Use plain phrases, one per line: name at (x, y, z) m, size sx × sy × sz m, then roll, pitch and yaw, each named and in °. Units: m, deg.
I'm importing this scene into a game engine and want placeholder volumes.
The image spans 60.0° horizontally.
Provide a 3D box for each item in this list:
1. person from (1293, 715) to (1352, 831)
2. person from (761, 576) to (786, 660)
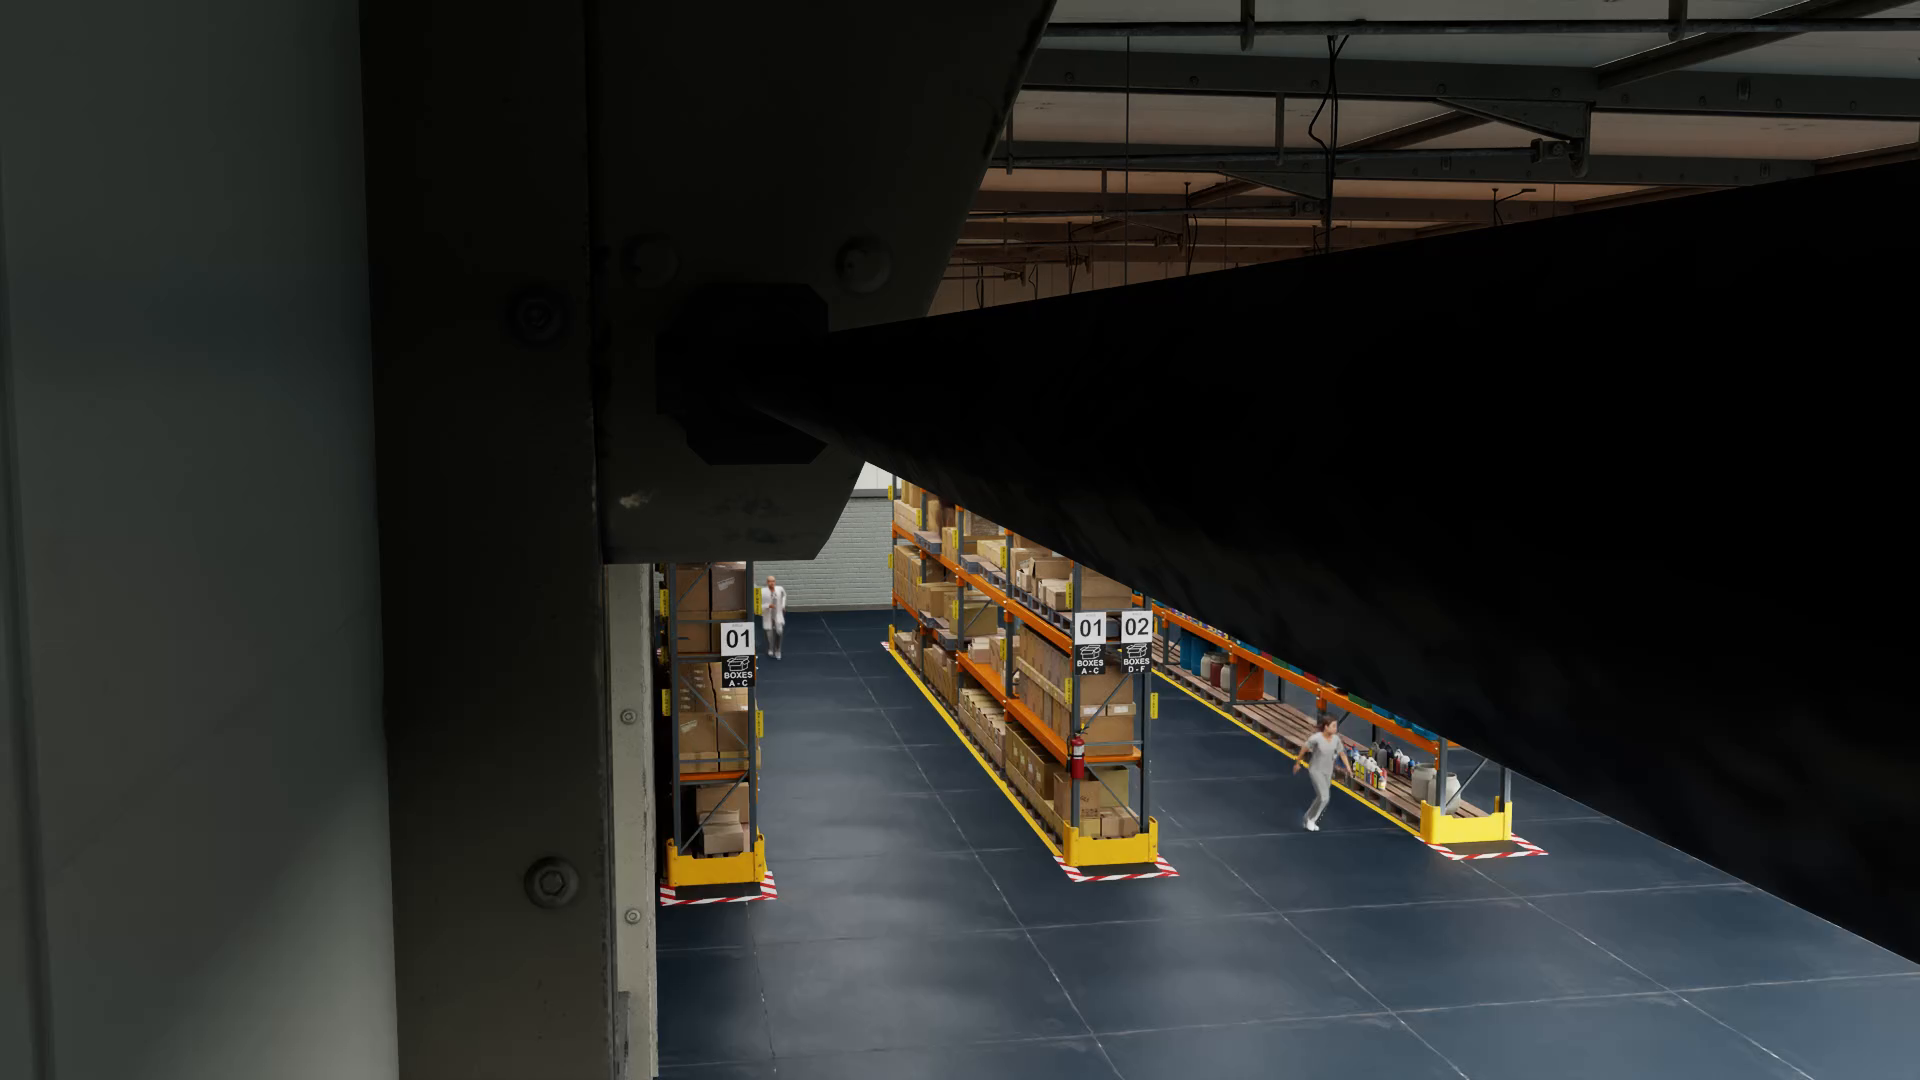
person at (4.866, 3.122, 22.170) m, size 0.554 × 1.615 × 0.750 m, roll -3°, pitch 7°, yaw -24°
person at (-3.978, 1.647, 35.267) m, size 0.653 × 1.795 × 0.804 m, roll -2°, pitch 6°, yaw -15°
